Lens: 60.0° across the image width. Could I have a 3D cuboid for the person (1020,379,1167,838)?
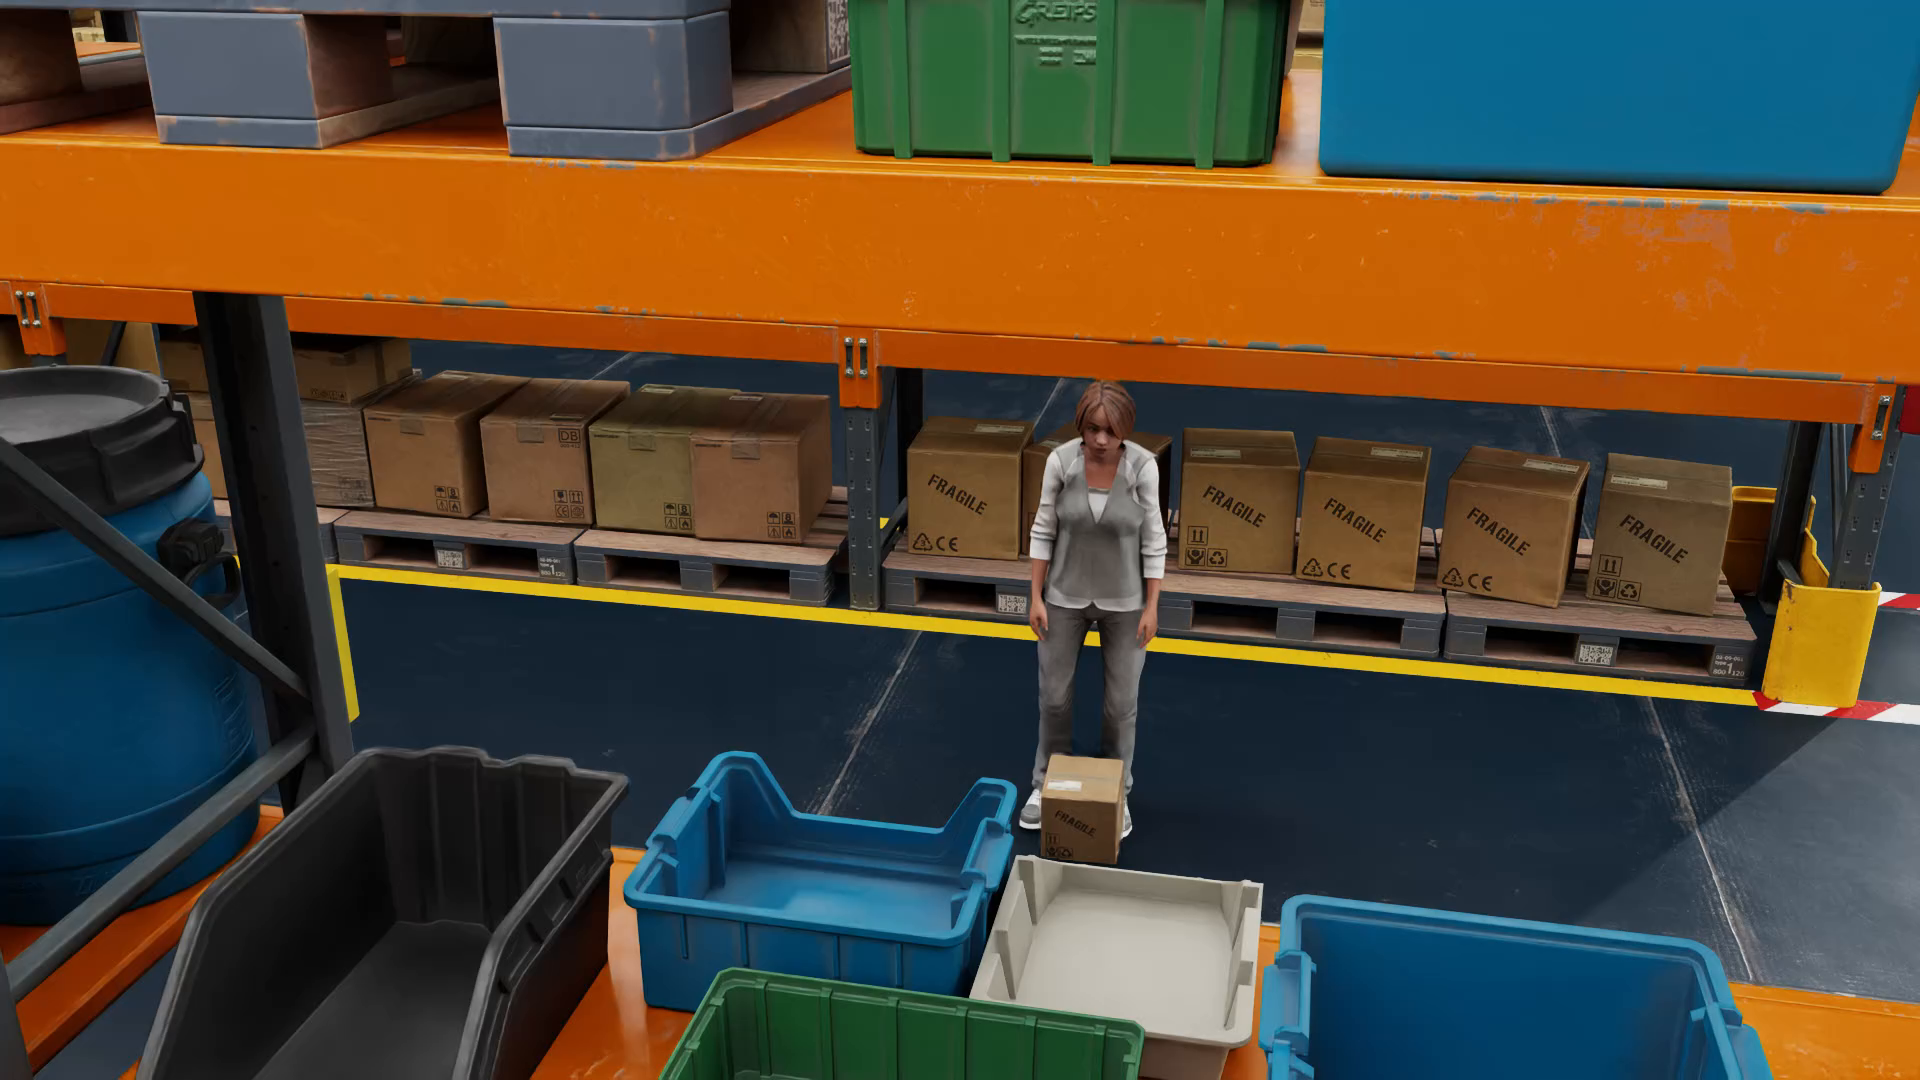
[{"bbox_3d":[-8.885,-2.618,6.708,19.590,6.000,24.574,4,22,9],"label":"person"}]
